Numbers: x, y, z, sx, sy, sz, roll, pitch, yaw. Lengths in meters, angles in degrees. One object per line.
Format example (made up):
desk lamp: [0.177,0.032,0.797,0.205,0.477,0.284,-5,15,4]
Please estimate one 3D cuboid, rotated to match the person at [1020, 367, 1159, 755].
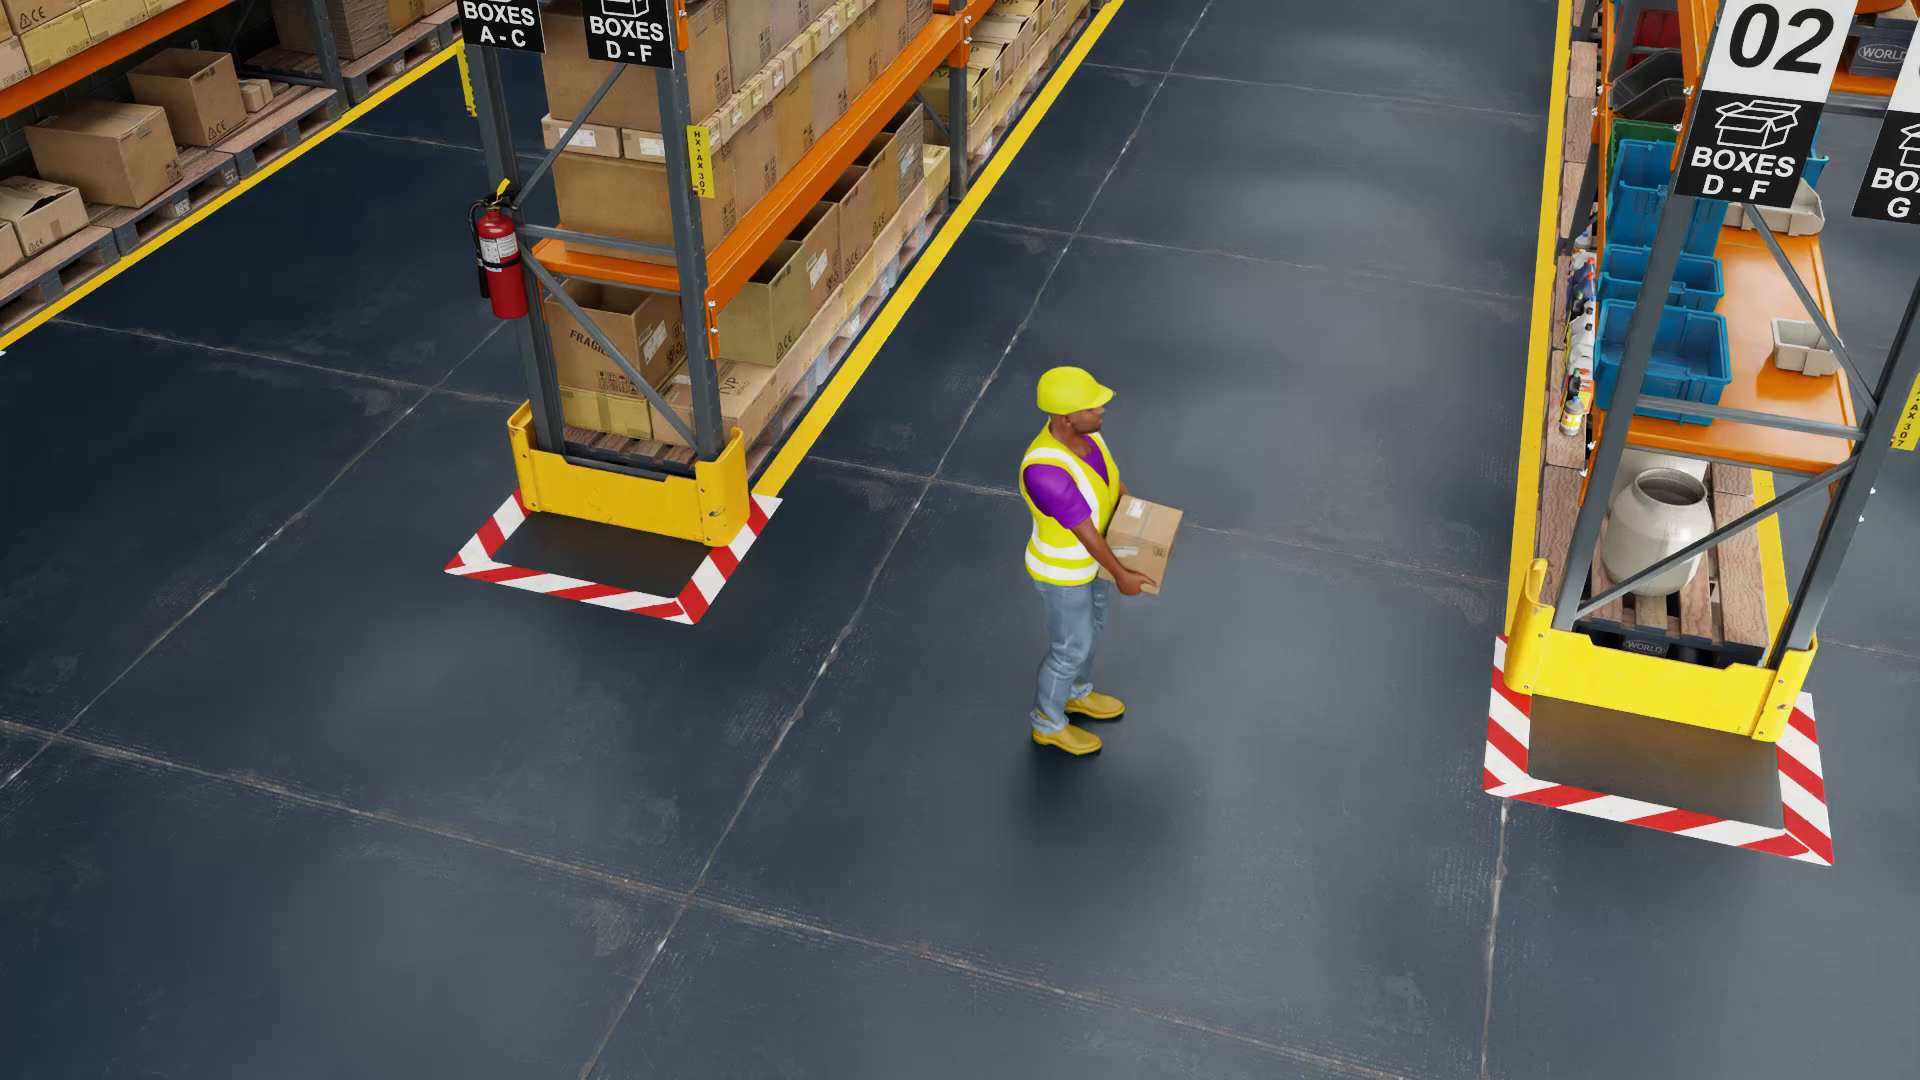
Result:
person: [0.552,0.094,6.751,0.581,1.761,0.504,11,38,15]
